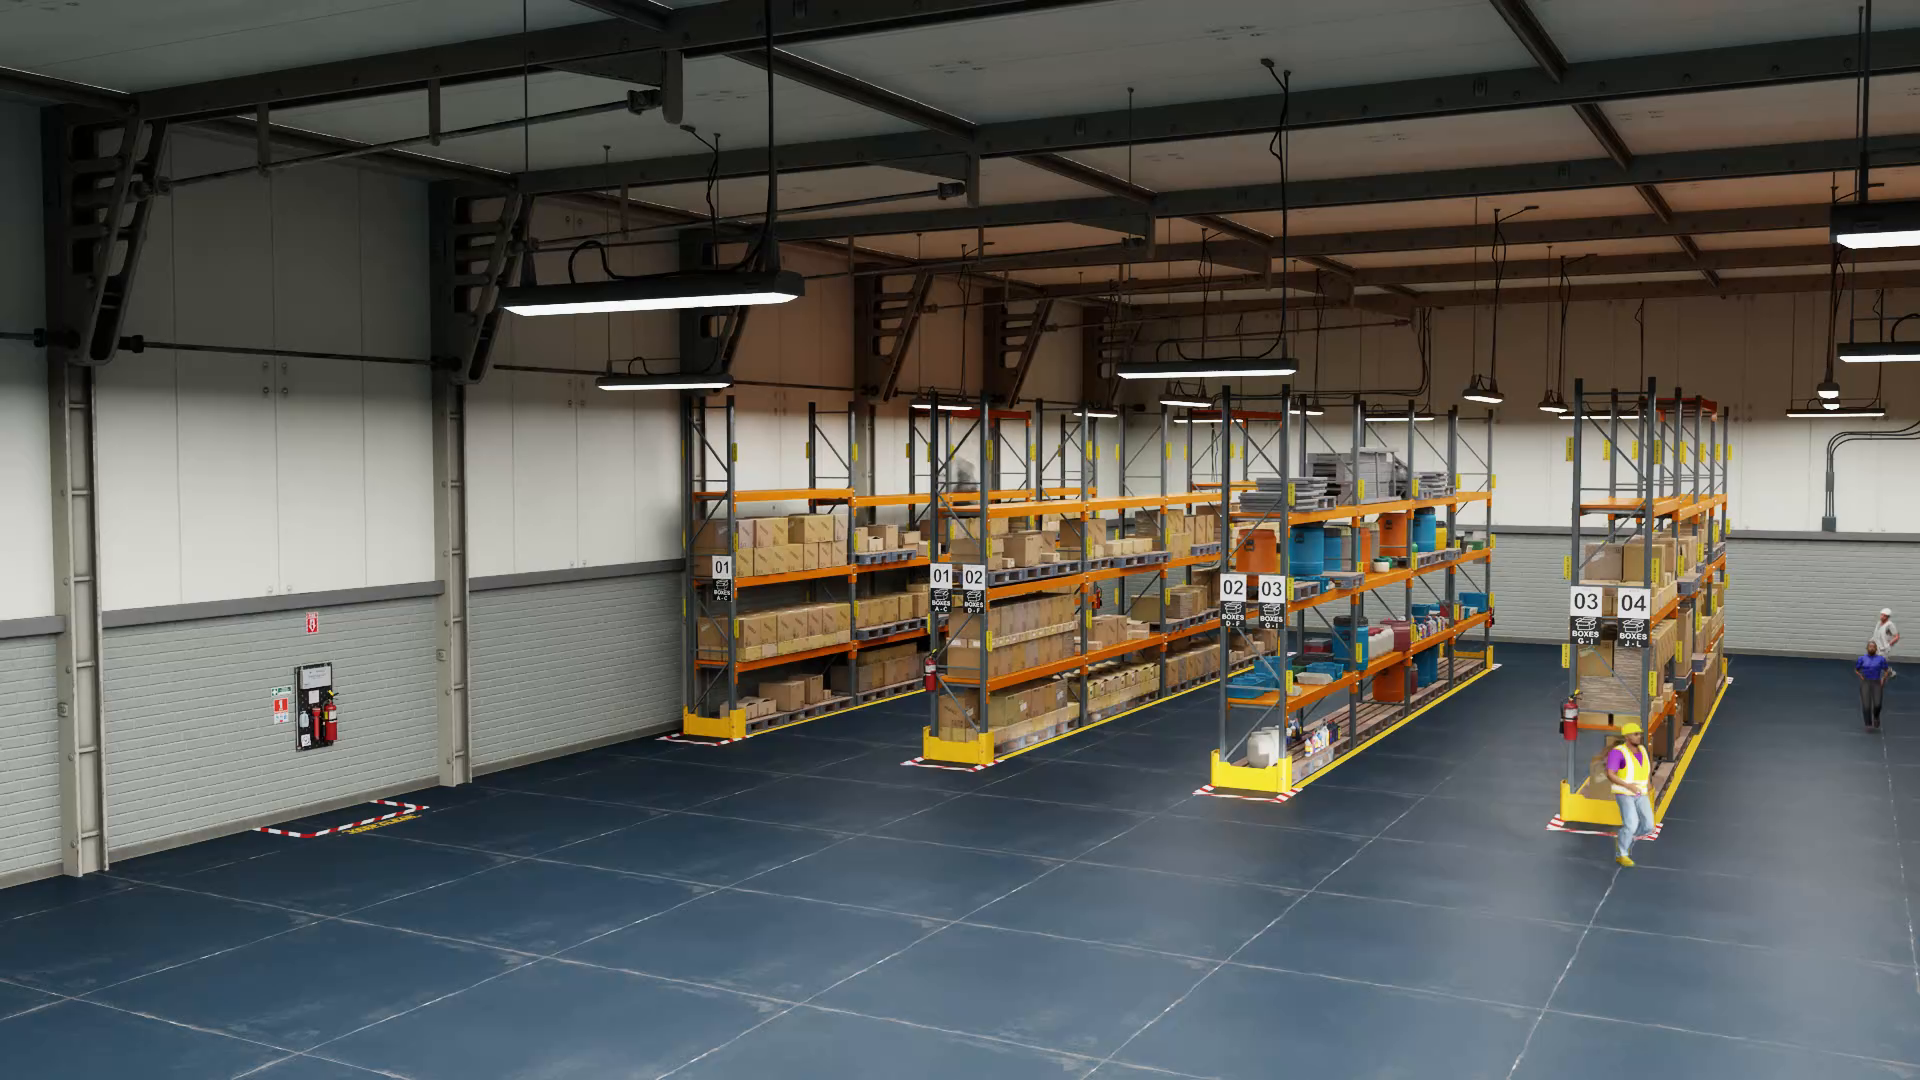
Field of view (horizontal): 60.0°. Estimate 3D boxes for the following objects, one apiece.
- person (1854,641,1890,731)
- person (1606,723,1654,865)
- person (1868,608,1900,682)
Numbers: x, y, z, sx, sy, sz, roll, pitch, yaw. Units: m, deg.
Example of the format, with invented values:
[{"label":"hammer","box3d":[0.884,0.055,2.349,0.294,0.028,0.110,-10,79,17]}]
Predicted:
[{"label":"person","box3d":[16.346,2.667,29.826,0.570,1.522,0.537,2,3,28]},{"label":"person","box3d":[8.169,3.076,20.163,0.747,1.729,0.603,-1,3,-24]},{"label":"person","box3d":[19.699,2.301,35.380,0.698,1.719,0.729,0,3,-6]}]
